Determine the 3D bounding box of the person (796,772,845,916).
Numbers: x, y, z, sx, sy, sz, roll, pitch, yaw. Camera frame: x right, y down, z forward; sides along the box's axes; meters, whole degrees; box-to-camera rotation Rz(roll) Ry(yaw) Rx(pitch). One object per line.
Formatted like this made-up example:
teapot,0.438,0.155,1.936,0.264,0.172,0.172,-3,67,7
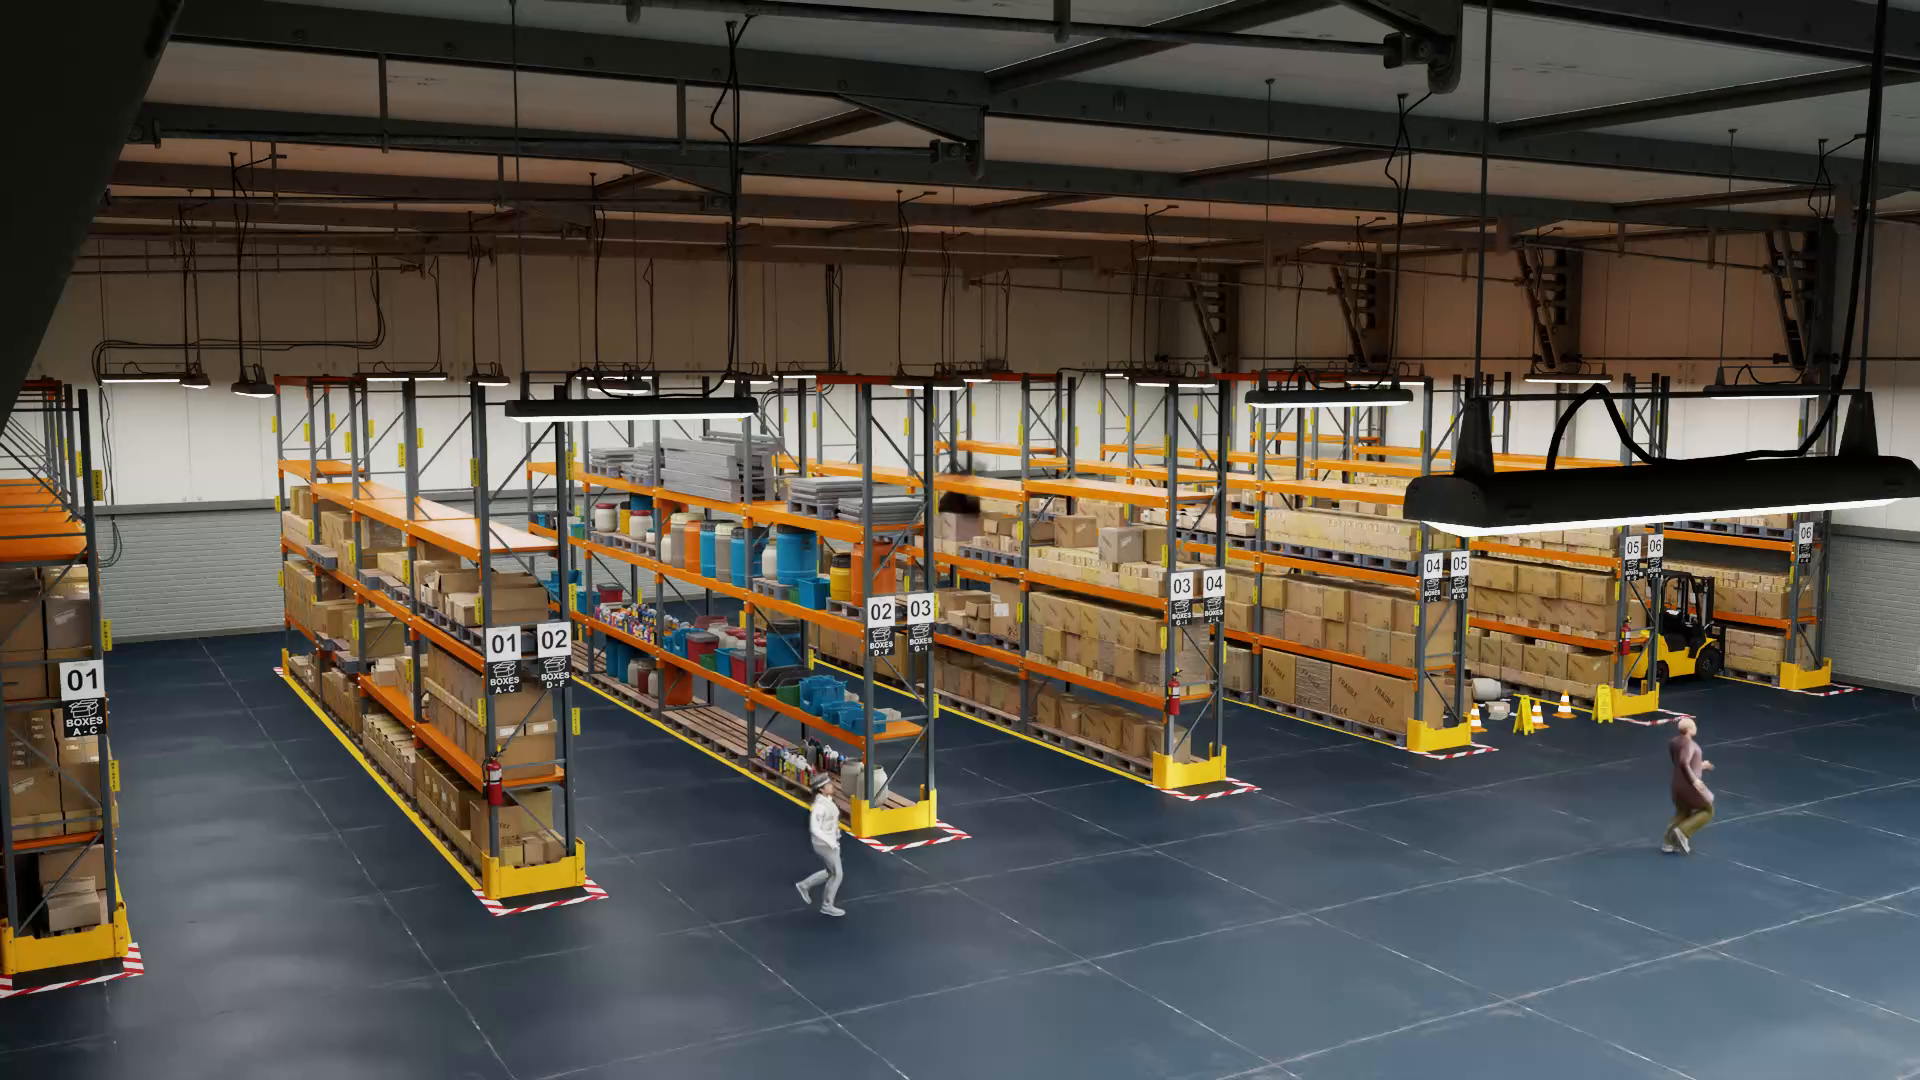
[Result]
person,-1.586,3.446,18.915,0.542,1.668,0.616,0,6,-1

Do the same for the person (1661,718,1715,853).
person,9.324,3.136,21.223,0.672,1.740,0.690,-1,6,-6
